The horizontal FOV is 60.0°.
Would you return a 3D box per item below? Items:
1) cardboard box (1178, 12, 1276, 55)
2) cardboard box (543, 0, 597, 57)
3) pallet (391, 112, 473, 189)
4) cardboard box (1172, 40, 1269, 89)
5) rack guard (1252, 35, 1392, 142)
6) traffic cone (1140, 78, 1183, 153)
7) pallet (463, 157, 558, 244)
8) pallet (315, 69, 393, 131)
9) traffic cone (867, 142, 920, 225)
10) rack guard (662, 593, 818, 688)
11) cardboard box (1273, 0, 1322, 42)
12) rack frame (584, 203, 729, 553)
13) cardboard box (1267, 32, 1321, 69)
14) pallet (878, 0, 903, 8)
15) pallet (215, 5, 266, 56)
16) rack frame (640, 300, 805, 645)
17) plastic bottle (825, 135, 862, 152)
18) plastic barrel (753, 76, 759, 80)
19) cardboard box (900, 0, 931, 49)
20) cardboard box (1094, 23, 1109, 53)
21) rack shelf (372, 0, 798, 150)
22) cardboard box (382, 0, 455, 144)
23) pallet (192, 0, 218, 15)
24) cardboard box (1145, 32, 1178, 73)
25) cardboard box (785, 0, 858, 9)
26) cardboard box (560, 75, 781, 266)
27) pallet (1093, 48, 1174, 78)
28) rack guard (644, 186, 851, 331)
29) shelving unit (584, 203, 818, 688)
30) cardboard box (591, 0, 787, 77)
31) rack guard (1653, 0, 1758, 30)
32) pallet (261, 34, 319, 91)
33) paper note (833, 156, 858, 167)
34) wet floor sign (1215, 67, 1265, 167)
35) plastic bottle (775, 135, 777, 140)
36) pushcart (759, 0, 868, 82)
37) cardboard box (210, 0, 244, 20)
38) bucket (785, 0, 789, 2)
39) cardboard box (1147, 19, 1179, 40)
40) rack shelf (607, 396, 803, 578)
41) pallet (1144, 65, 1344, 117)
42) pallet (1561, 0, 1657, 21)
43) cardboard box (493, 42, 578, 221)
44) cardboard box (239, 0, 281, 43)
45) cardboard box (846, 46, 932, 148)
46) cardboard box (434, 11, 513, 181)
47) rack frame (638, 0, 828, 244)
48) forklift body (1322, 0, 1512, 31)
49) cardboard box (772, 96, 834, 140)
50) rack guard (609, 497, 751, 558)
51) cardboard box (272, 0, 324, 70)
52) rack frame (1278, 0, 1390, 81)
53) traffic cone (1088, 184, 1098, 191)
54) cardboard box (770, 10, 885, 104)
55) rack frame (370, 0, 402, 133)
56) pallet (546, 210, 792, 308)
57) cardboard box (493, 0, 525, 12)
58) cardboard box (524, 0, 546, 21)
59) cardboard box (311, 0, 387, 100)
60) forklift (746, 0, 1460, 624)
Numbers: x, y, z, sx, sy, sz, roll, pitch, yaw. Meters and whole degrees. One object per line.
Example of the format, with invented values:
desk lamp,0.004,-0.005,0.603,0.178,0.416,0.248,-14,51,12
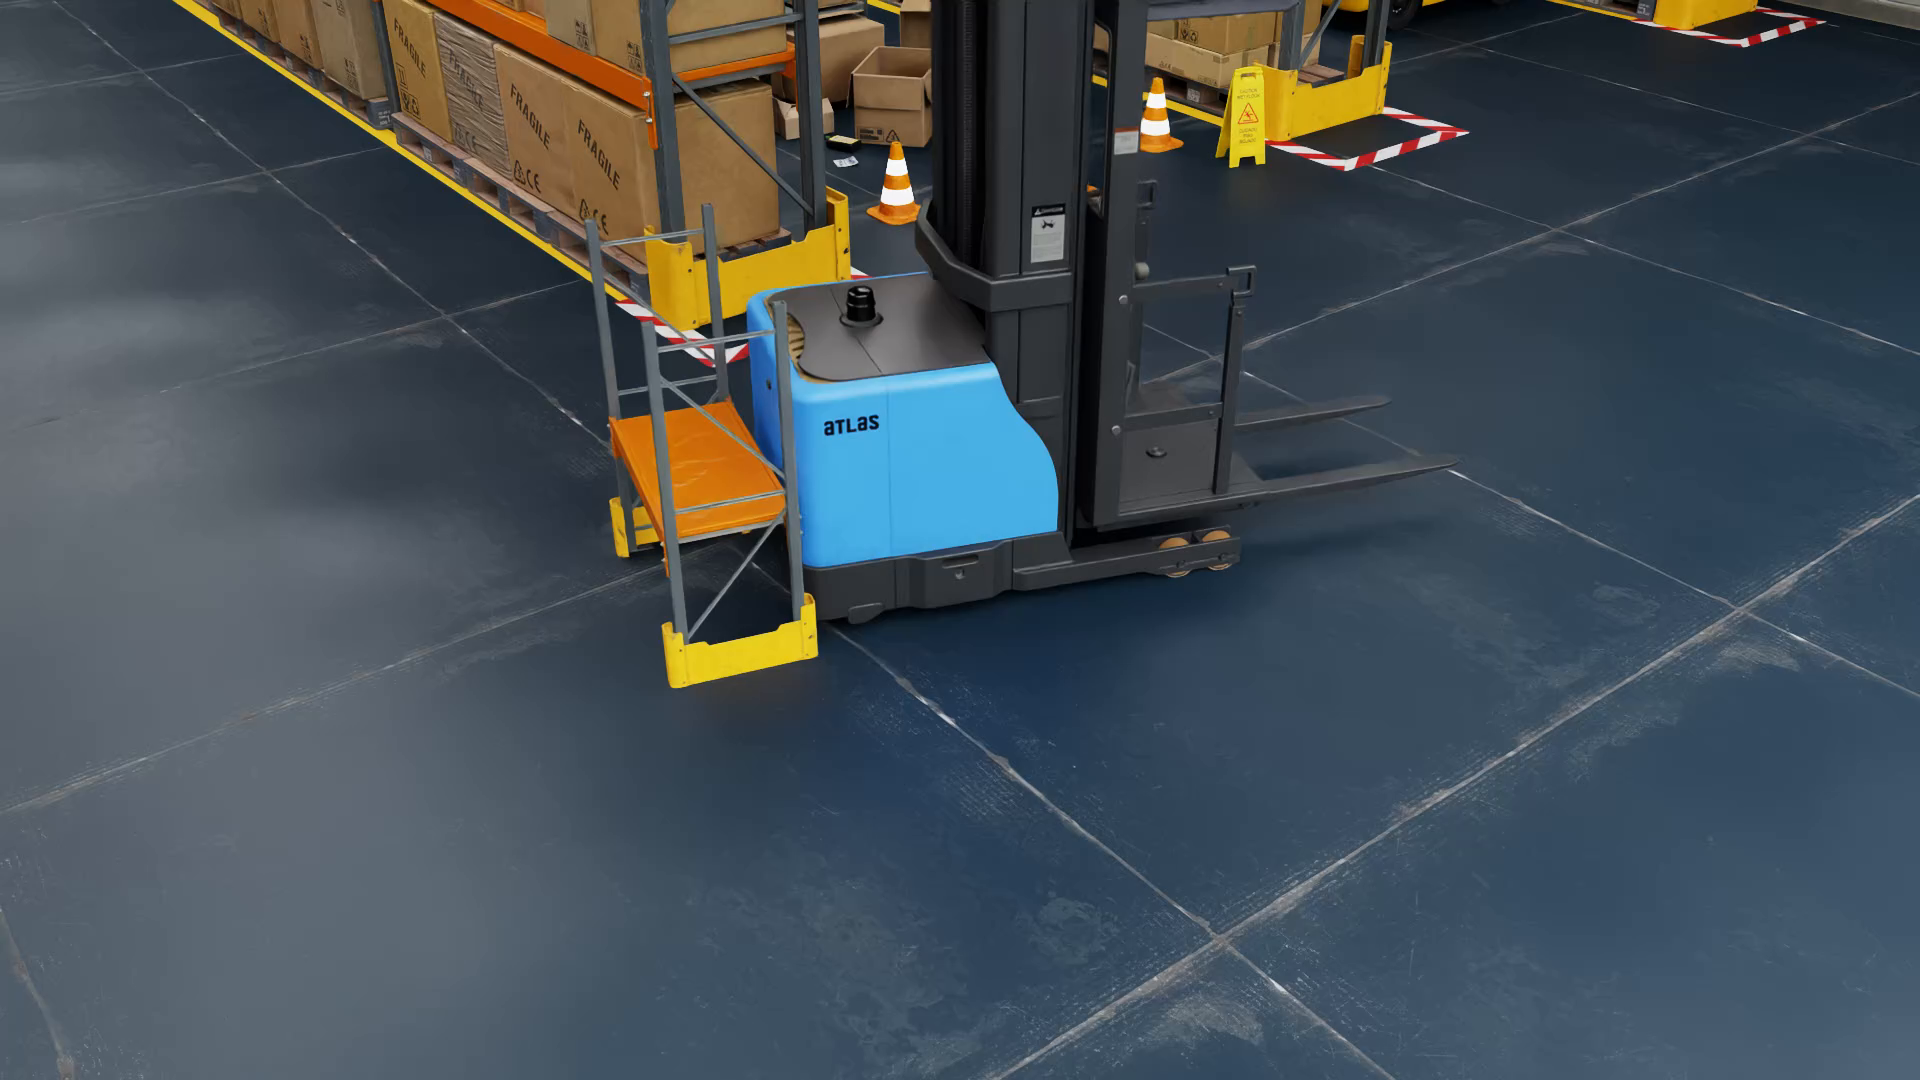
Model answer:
cardboard box,1.962,-3.894,12.174,0.500,0.500,0.500,-22,38,-31
cardboard box,-1.807,-3.098,9.253,0.875,0.550,0.550,-22,38,-31
pallet,-3.238,-2.812,11.578,1.003,0.211,1.213,-22,38,-31
cardboard box,1.936,-3.586,12.389,0.500,0.250,0.500,-22,38,-32
rack guard,2.612,-3.286,12.066,1.175,0.500,0.348,-22,38,-31
traffic cone,1.376,-3.000,11.642,0.336,0.463,0.334,-22,38,-31
pallet,-2.485,-2.304,10.759,1.003,0.211,1.213,-22,38,-31
pallet,-4.175,-3.452,12.608,1.003,0.211,1.213,-22,38,-31
traffic cone,-0.393,-2.275,10.475,0.336,0.463,0.334,-22,38,-31
rack guard,-0.840,0.386,6.391,0.587,0.250,0.087,-12,34,-18
cardboard box,2.368,-4.080,12.473,0.500,0.500,0.500,-24,39,-33
rack frame,-1.204,-0.635,6.850,0.500,1.500,0.032,-12,34,-18
cardboard box,2.383,-3.752,12.656,0.500,0.250,0.500,-23,38,-32
pallet,-0.273,-5.122,15.297,1.003,0.211,1.213,-22,38,-31
pallet,-5.671,-4.469,14.245,1.003,0.211,1.213,-22,38,-31
rack frame,-0.834,-0.135,6.045,0.500,1.500,0.032,-12,34,-18
plastic bottle,-0.844,-2.791,11.685,0.283,0.061,0.133,18,36,27
plastic barrel,-1.735,-3.268,12.111,0.512,0.421,0.421,1,32,2
cardboard box,-0.212,-4.035,13.271,0.500,0.500,0.500,1,32,2
cardboard box,1.314,-4.011,13.073,0.500,0.250,0.500,-24,39,-33
rack shelf,-2.416,-3.200,10.241,1.077,0.370,4.000,-22,38,-31
cardboard box,-3.312,-3.330,11.385,0.875,0.875,0.875,-22,38,-31
pallet,-6.573,-5.148,15.338,1.003,0.211,1.213,-22,38,-31
cardboard box,1.639,-3.794,12.724,0.500,0.250,0.500,-22,38,-31
cardboard box,-1.182,-4.654,13.552,0.500,0.500,0.500,-22,38,-31
cardboard box,-1.657,-2.209,9.580,0.875,0.875,0.875,-22,38,-31
pallet,1.398,-4.021,13.524,1.003,0.211,1.213,-22,38,-31
rack guard,-1.175,-1.600,9.353,1.175,0.500,0.348,-22,38,-31
shelving unit,-1.022,-0.390,6.455,0.587,1.500,1.083,-12,34,-18
cardboard box,-1.453,-2.876,8.895,0.875,0.550,0.550,-22,38,-31
rack guard,6.592,-4.851,14.587,1.175,0.500,0.348,-22,38,-31
pallet,-4.927,-3.961,13.427,1.003,0.211,1.213,-22,38,-31
paper note,-0.784,-2.596,11.402,0.144,0.017,0.142,-10,33,-15
wet floor sign,1.930,-2.890,11.292,0.267,0.644,0.232,-10,33,-15
plastic bottle,-1.414,-2.801,11.702,0.133,0.061,0.283,18,36,27
pushcart,-1.564,-4.110,13.510,0.936,0.377,1.648,18,36,27
cardboard box,-5.793,-4.946,14.105,1.050,0.750,0.750,-23,38,-32
bucket,-1.738,-4.284,12.966,0.726,0.611,0.620,-10,23,-15
cardboard box,1.639,-4.111,12.523,0.500,0.500,0.500,-21,37,-30
rack shelf,-1.019,-0.232,6.542,0.538,0.185,1.000,-12,34,-18
pallet,2.142,-3.513,12.706,1.003,0.211,1.213,-22,38,-31
pallet,6.075,-5.044,15.171,1.003,0.211,1.213,-22,38,-31
cardboard box,-2.199,-2.575,10.169,0.875,0.875,0.875,-23,39,-32
cardboard box,-5.254,-4.583,13.520,1.050,0.750,0.750,-22,38,-31
cardboard box,-0.418,-3.168,11.874,0.637,0.503,0.797,6,32,10
cardboard box,-2.756,-2.956,10.782,0.875,0.875,0.875,-22,38,-31
rack frame,-1.189,-2.672,8.709,1.000,3.000,0.127,-22,38,-31
forklift body,3.974,-5.763,14.490,2.313,2.155,1.214,-22,38,-31
cardboard box,-1.133,-3.057,11.921,0.396,0.266,0.258,-16,35,-23
rack guard,-1.203,-0.104,7.179,0.587,0.250,0.087,-12,34,-18
cardboard box,-4.682,-4.195,12.895,1.050,0.750,0.750,-22,38,-31
rack frame,2.659,-4.316,11.356,1.000,3.000,0.127,-22,38,-31
traffic cone,0.708,-2.499,10.835,0.336,0.463,0.334,-22,38,-31
cardboard box,-0.998,-3.613,12.462,0.797,0.637,0.503,-22,38,-31
rack frame,-3.642,-4.339,11.393,1.000,3.000,0.127,-22,38,-31
pallet,-1.741,-1.795,9.941,1.003,0.211,1.213,-22,38,-31
cardboard box,-2.409,-3.579,10.028,0.875,0.550,0.500,-22,38,-31
cardboard box,-2.051,-3.372,9.694,0.875,0.550,0.550,-22,38,-31
cardboard box,-4.094,-3.791,12.246,1.050,0.750,0.750,-22,38,-32
forklift,0.680,-1.345,6.637,3.031,2.935,1.130,-9,33,-14
